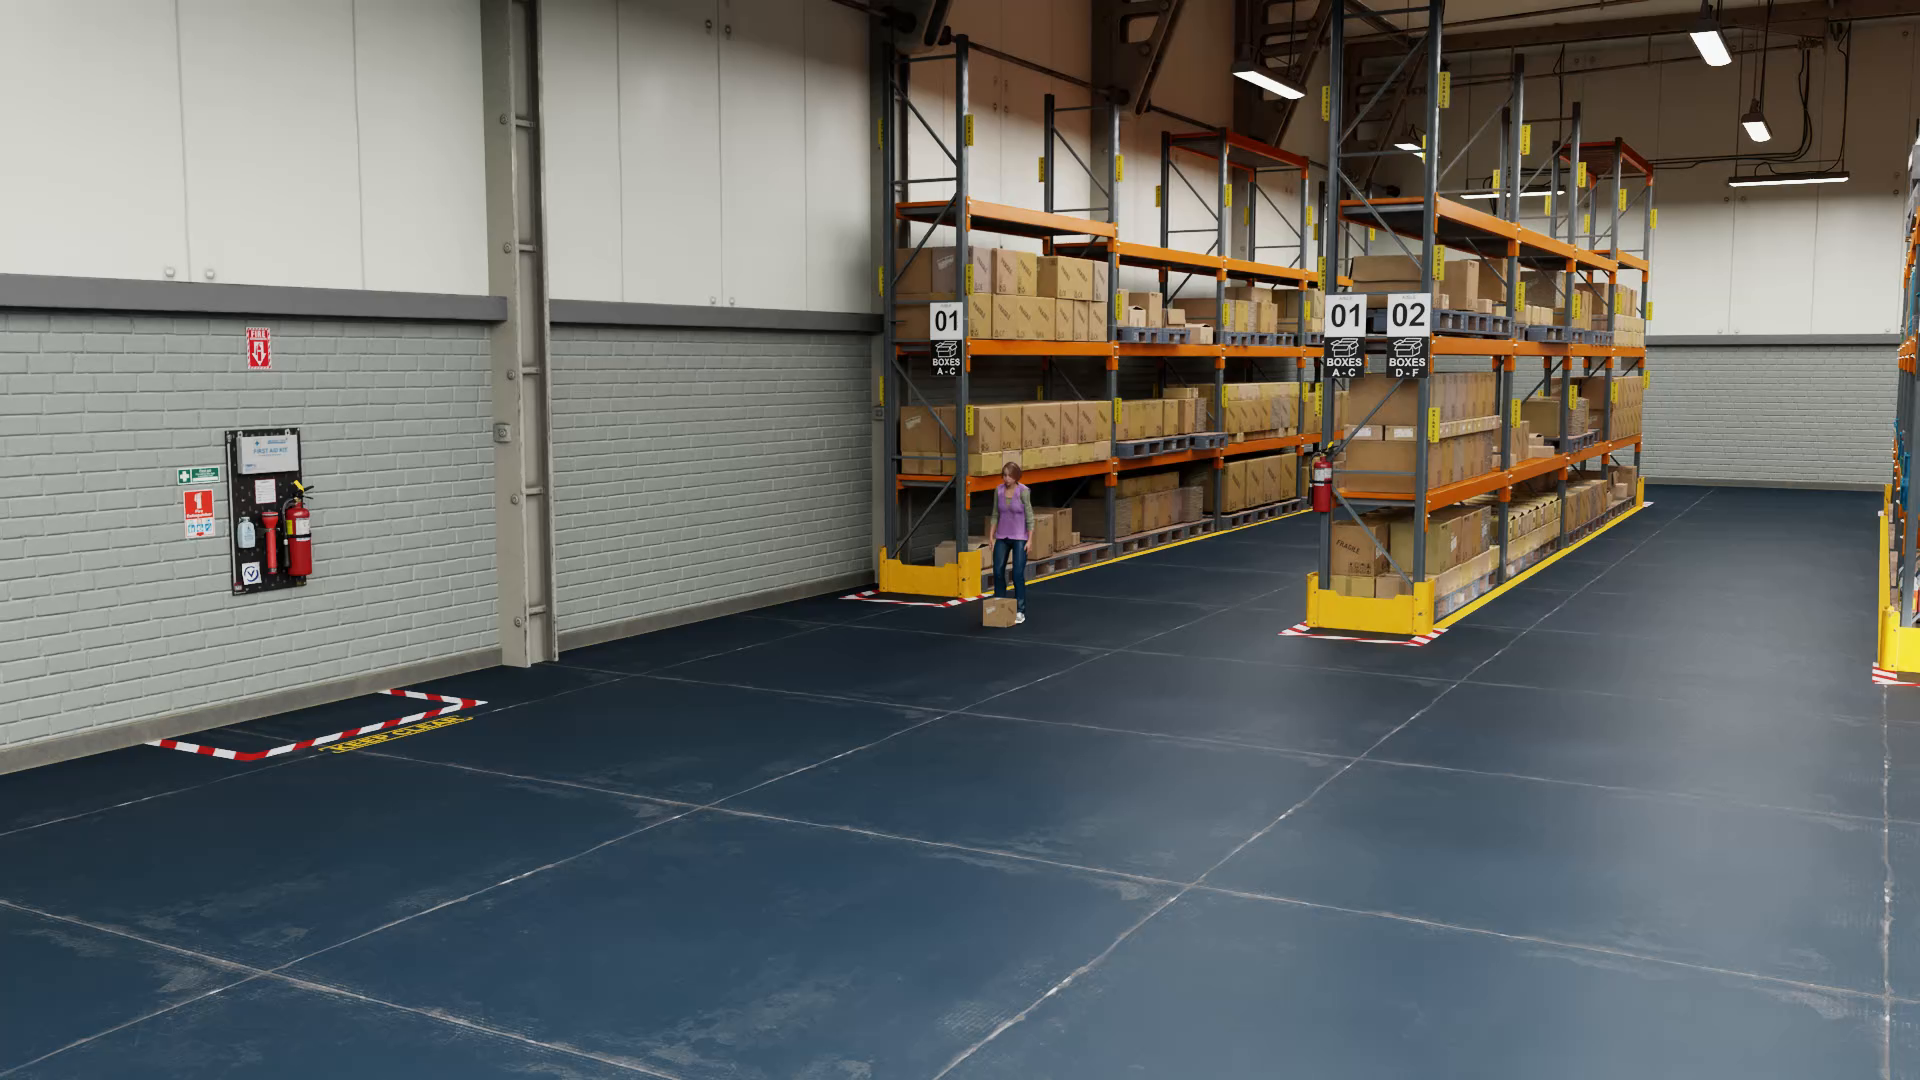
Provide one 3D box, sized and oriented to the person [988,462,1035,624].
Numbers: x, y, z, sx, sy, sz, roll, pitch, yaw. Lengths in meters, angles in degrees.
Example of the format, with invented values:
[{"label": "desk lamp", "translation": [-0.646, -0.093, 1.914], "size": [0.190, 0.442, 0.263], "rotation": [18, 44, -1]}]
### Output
[{"label": "person", "translation": [0.501, 0.018, 16.400], "size": [0.484, 1.592, 0.346], "rotation": [3, 7, 25]}]
